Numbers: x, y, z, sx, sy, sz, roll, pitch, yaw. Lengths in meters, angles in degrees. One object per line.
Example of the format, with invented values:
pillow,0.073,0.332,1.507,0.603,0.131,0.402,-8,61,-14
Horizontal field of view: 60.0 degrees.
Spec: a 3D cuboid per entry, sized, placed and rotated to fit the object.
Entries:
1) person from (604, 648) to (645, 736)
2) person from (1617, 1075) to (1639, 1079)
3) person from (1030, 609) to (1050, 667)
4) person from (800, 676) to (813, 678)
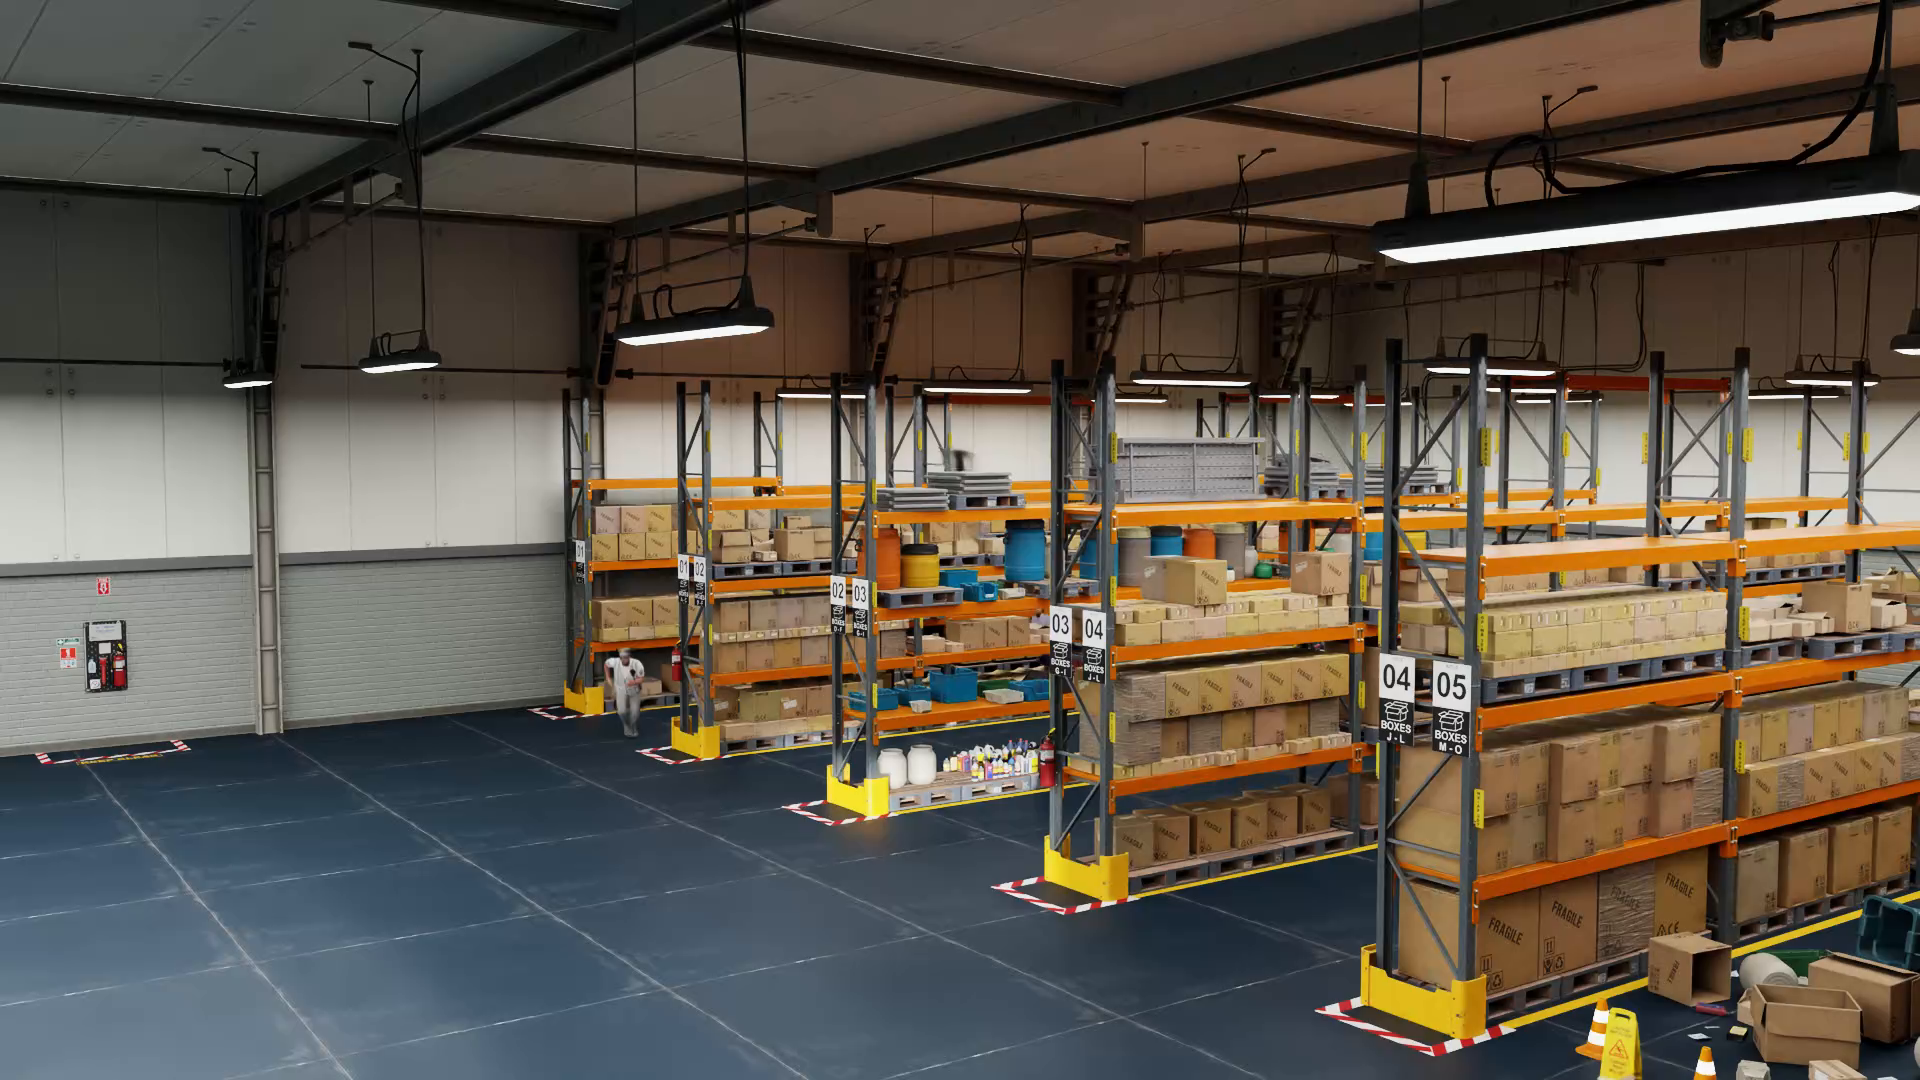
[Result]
person,-5.650,2.579,28.035,0.698,1.560,0.933,0,4,-4
person,3.933,3.731,9.582,0.665,1.542,1.234,3,5,37
person,1.754,2.135,34.872,0.550,1.601,0.905,3,5,42
person,-2.837,2.348,30.986,0.582,1.645,0.654,2,4,34
